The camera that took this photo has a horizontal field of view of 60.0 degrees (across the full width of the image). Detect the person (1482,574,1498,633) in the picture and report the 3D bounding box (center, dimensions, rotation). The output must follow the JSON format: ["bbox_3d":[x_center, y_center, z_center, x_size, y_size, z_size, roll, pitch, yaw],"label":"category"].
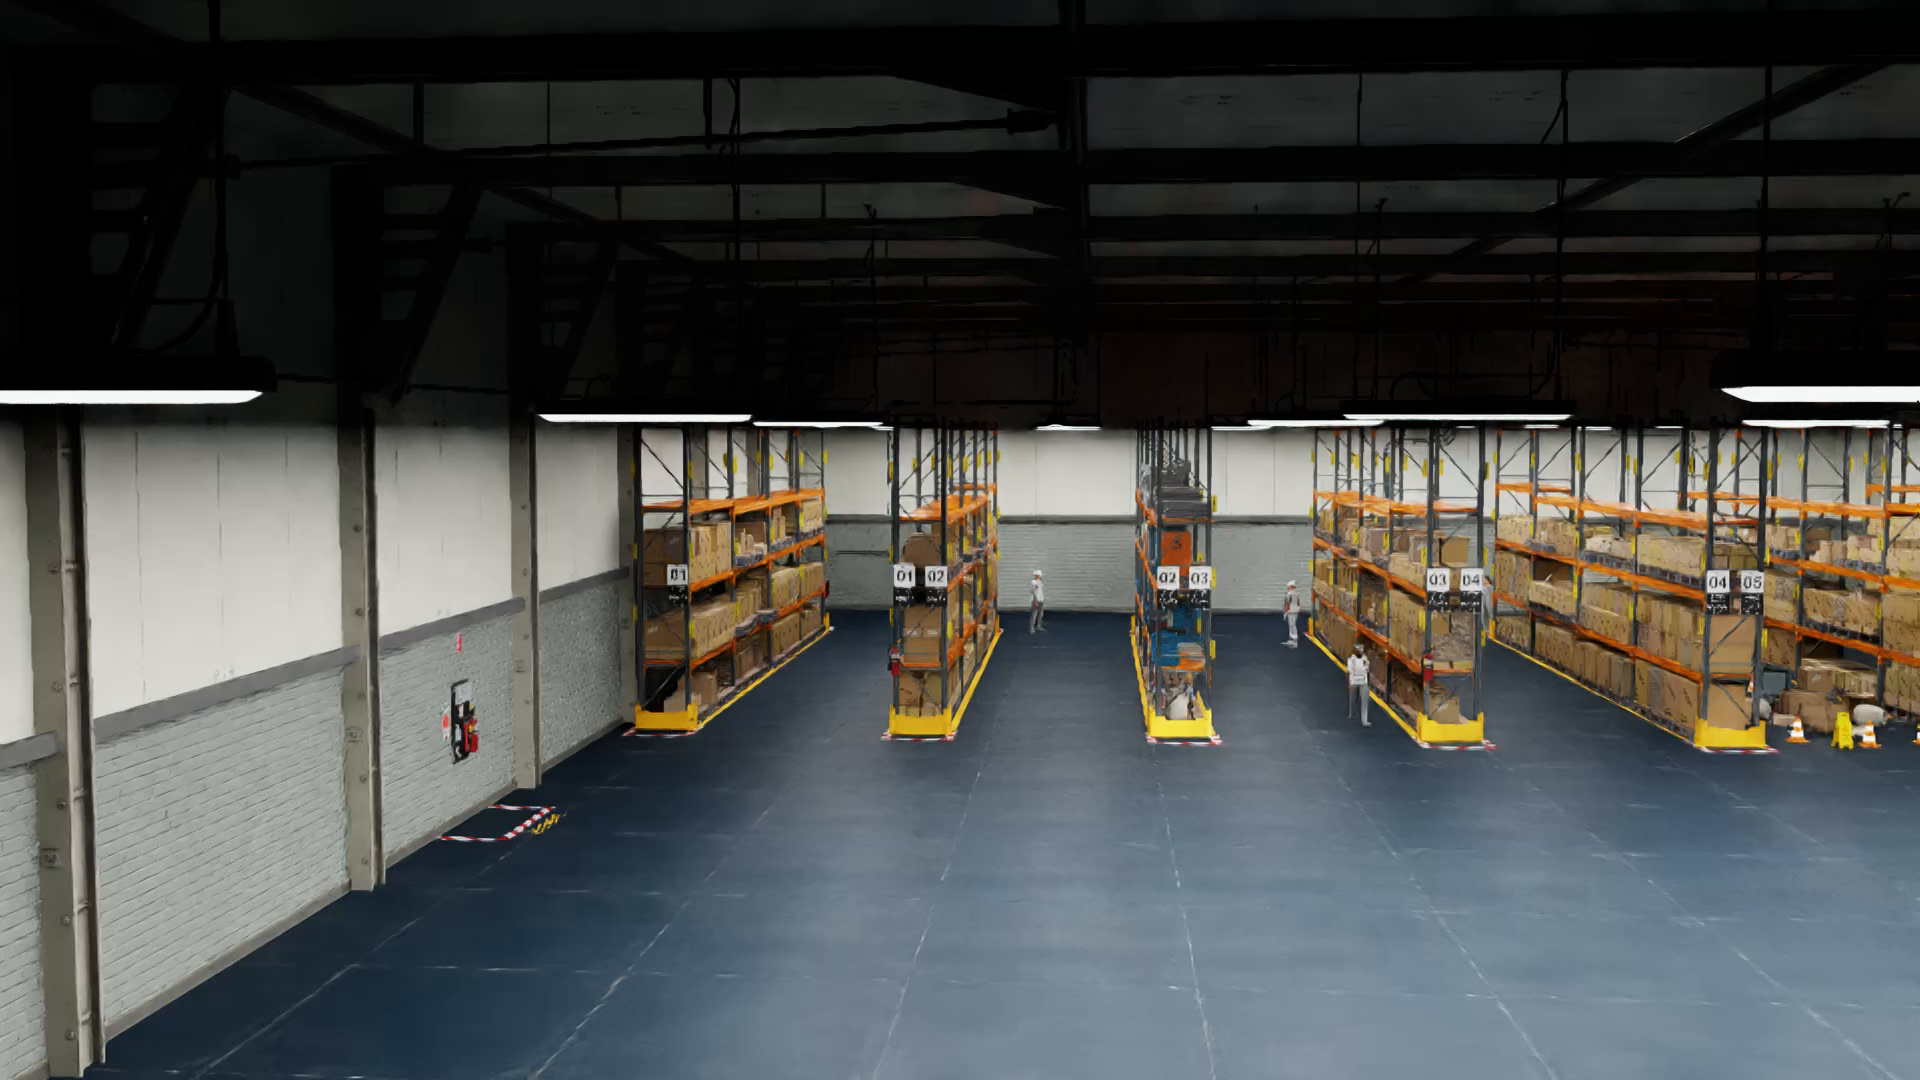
[{"bbox_3d":[15.084,1.811,47.333,0.532,1.665,0.563,-1,4,-20],"label":"person"}]

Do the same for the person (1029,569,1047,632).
[{"bbox_3d":[2.210,1.727,47.431,0.417,1.778,0.607,2,4,25],"label":"person"}]

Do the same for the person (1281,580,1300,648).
[{"bbox_3d":[8.753,1.943,44.016,0.569,1.786,0.653,3,5,34],"label":"person"}]

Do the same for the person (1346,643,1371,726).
[{"bbox_3d":[7.776,2.788,32.504,0.456,1.589,1.088,0,4,7],"label":"person"}]
